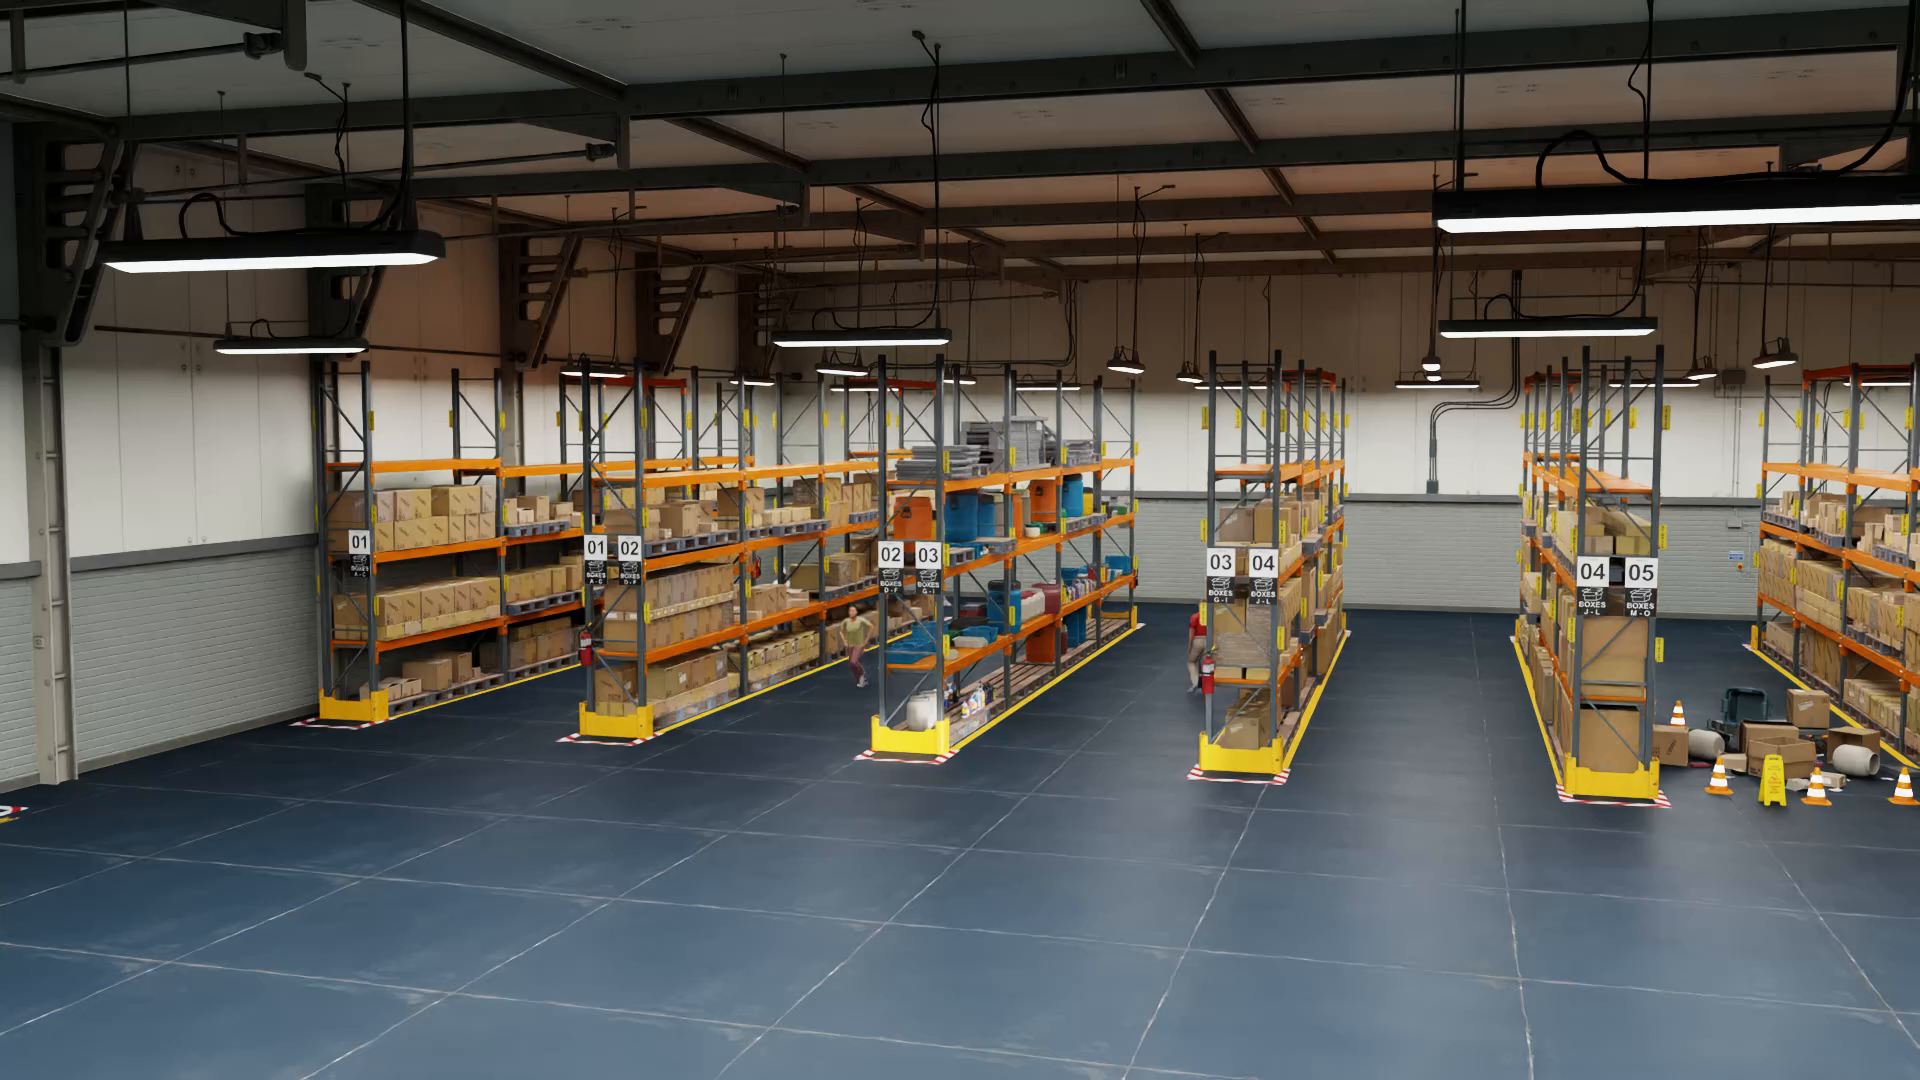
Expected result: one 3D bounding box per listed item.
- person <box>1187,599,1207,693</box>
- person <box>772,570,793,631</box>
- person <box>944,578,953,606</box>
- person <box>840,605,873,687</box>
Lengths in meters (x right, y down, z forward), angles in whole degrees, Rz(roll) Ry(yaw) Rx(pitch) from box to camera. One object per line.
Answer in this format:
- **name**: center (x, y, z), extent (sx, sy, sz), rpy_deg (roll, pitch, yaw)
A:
- **person**: center (4.468, 1.970, 30.658), extent (0.575, 1.769, 0.389), rpy_deg (-1, 4, -10)
- **person**: center (-3.968, 1.484, 37.088), extent (0.649, 1.710, 1.081), rpy_deg (1, 4, 14)
- **person**: center (-0.583, 0.893, 44.981), extent (0.908, 1.733, 0.519), rpy_deg (1, 4, 14)
- **person**: center (-1.934, 1.985, 31.196), extent (0.566, 1.585, 0.698), rpy_deg (2, 5, 27)
